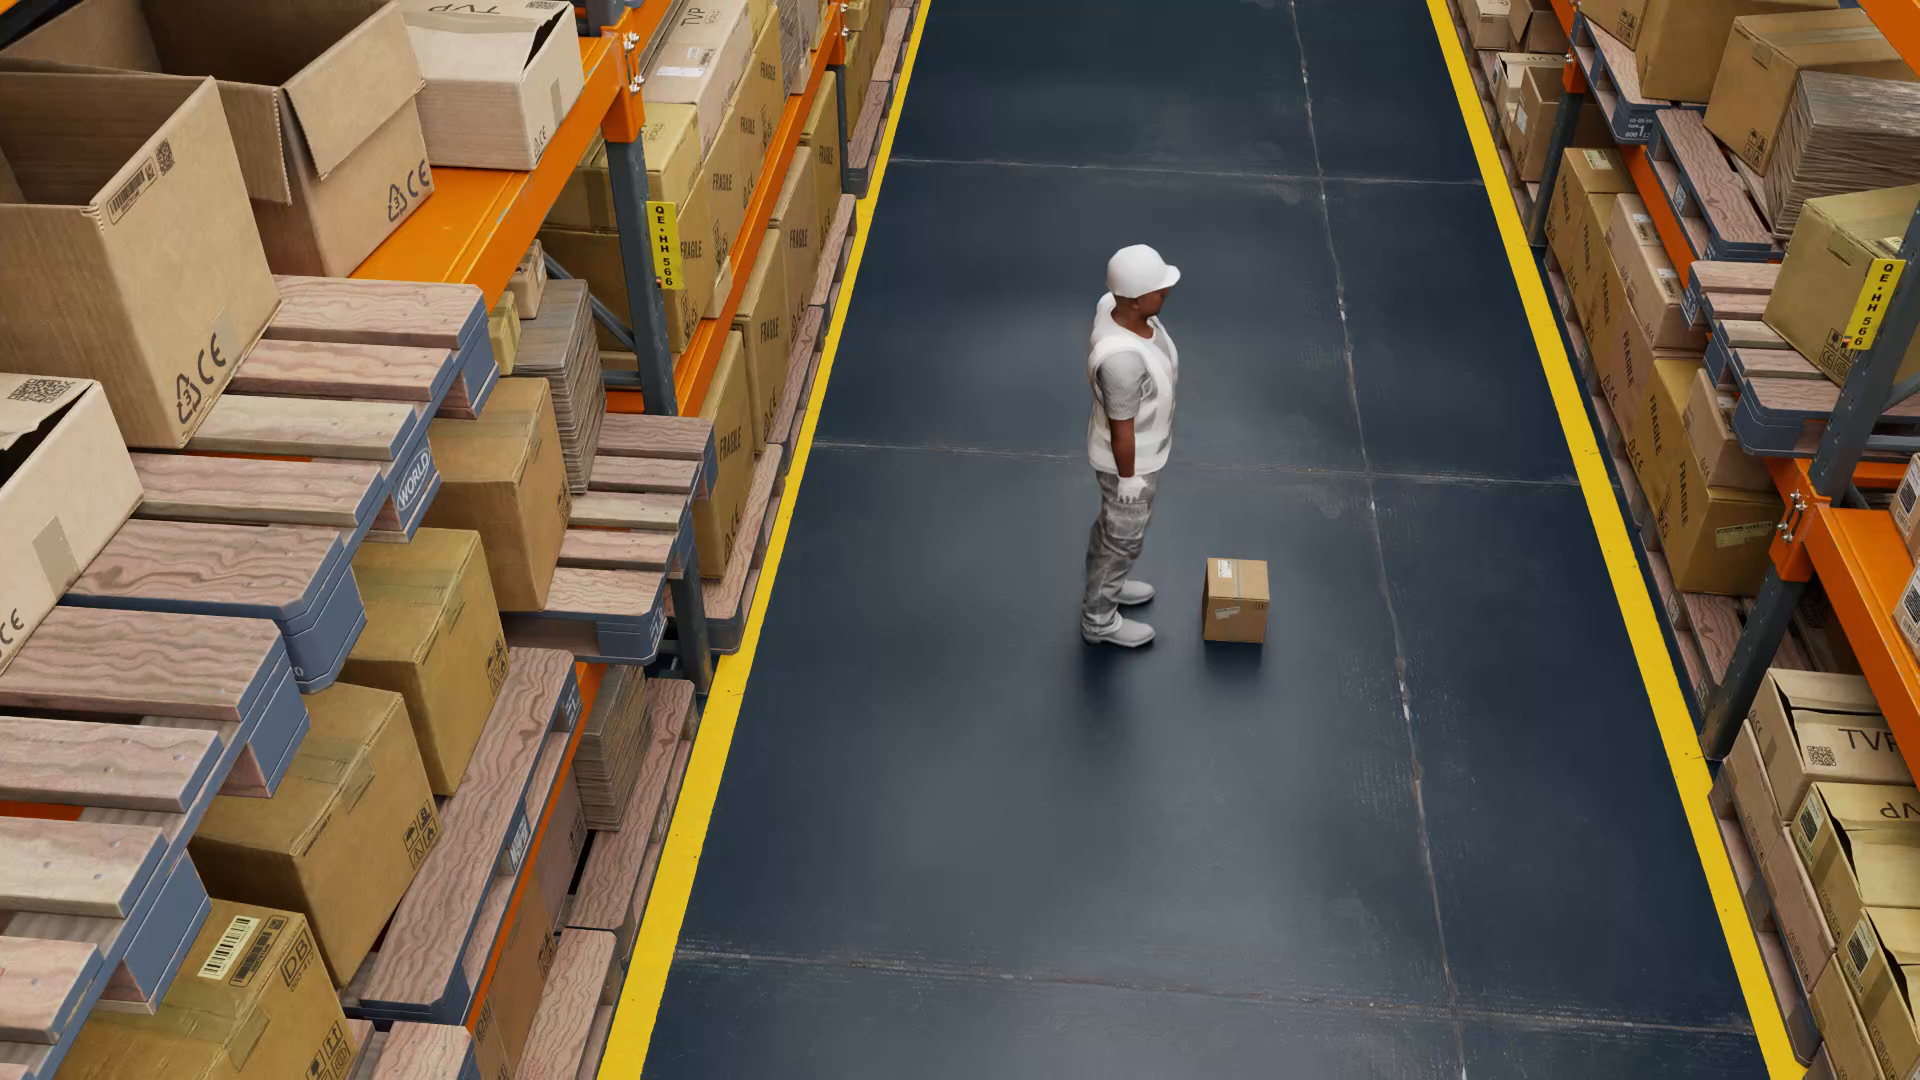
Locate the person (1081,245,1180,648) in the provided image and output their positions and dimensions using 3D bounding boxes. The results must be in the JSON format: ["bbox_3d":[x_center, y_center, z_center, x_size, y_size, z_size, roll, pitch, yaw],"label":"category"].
[{"bbox_3d":[0.664,-0.368,6.583,0.351,1.782,0.539,4,40,5],"label":"person"}]
